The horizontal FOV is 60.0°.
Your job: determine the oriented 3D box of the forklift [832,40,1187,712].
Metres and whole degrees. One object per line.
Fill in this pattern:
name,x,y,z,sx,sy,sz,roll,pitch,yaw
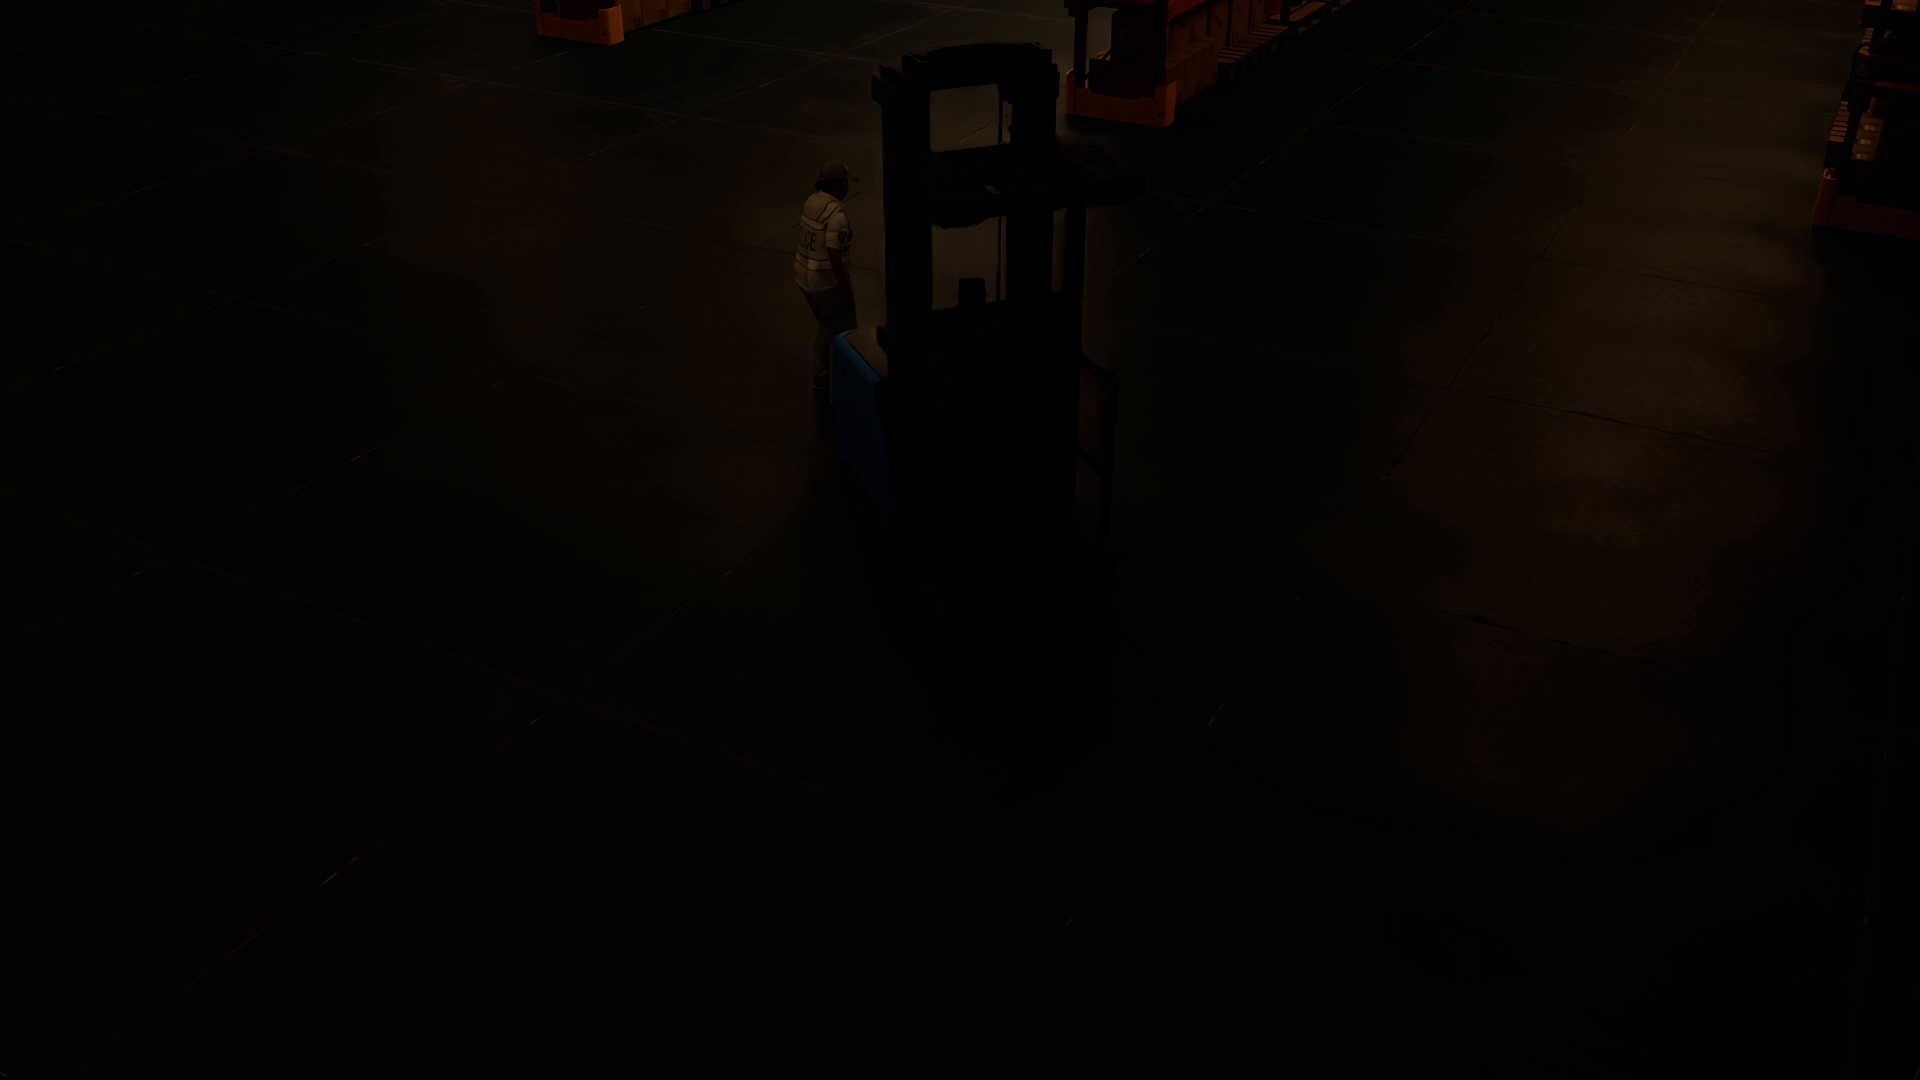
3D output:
forklift,0.248,-1.005,8.812,1.130,2.935,3.031,-12,32,-19

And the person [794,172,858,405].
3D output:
person,-0.899,-1.677,11.435,0.400,1.476,0.559,-14,33,-23
